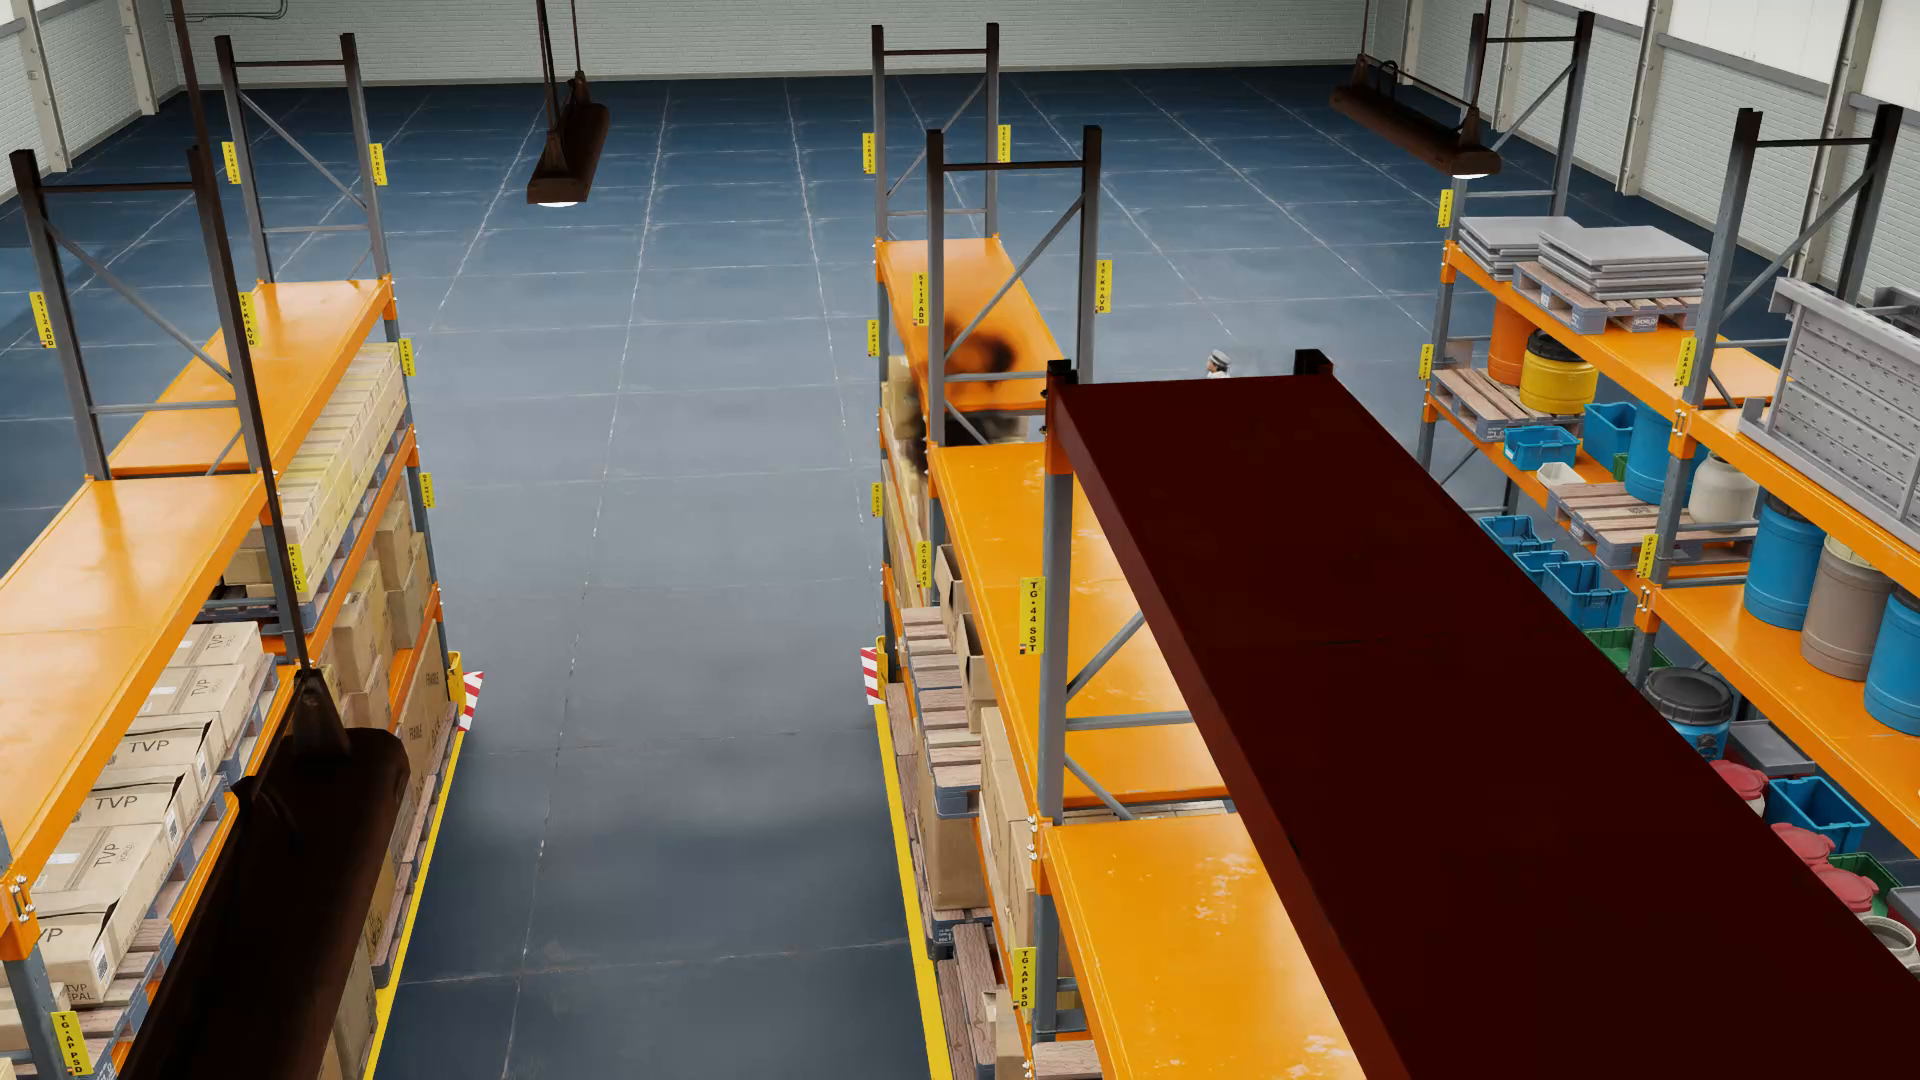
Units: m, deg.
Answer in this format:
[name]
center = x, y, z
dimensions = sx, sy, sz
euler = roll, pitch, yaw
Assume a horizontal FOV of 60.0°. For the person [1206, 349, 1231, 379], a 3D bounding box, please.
[person]
center = 3.007, -1.464, 19.666
dimensions = 0.547, 1.645, 0.629
euler = 5, 26, 10
